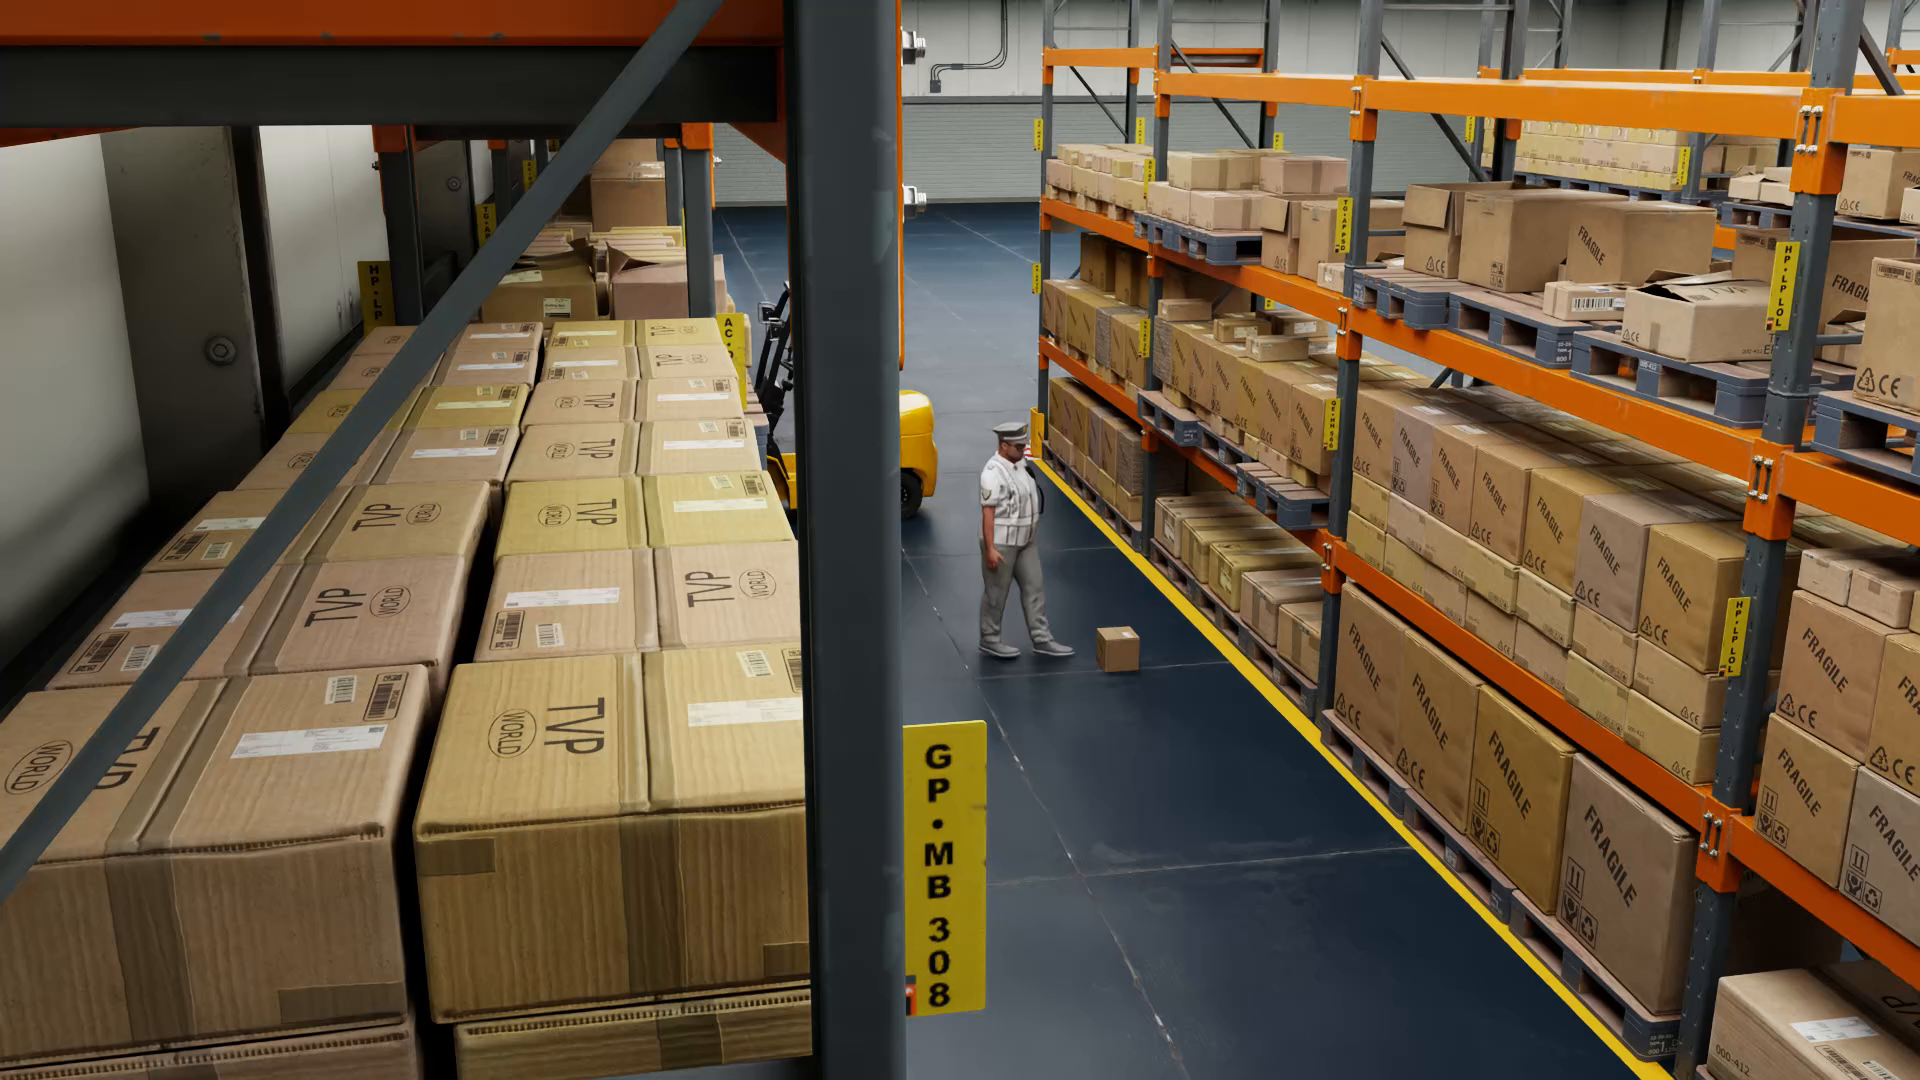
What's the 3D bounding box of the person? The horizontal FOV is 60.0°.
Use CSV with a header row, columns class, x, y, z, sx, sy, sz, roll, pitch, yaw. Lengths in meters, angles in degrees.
class,x,y,z,sx,sy,sz,roll,pitch,yaw
person,0.466,0.026,11.905,0.707,1.740,0.552,11,19,32
